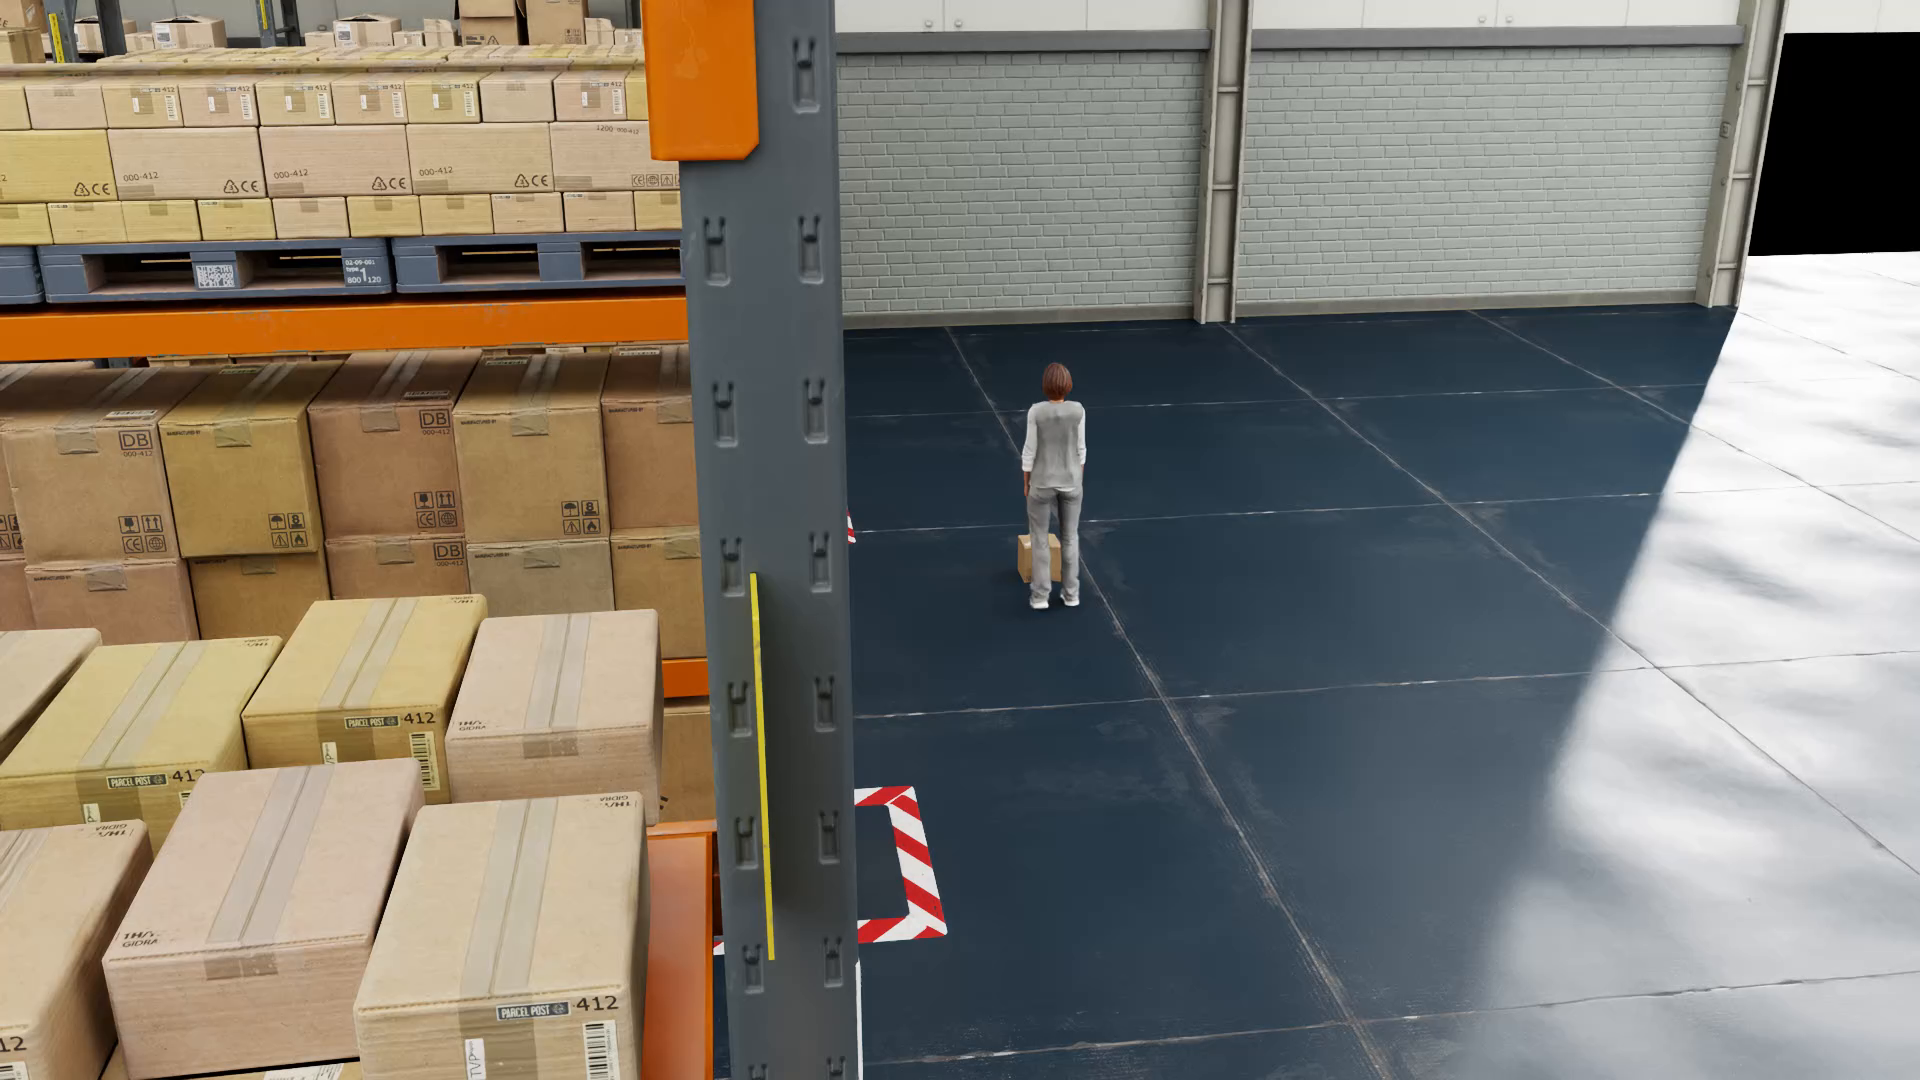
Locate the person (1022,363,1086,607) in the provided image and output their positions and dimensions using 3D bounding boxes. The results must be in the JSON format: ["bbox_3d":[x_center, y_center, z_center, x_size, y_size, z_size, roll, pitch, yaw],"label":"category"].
[{"bbox_3d":[0.588,-0.331,10.521,0.406,1.617,0.310,-2,20,-6],"label":"person"}]
